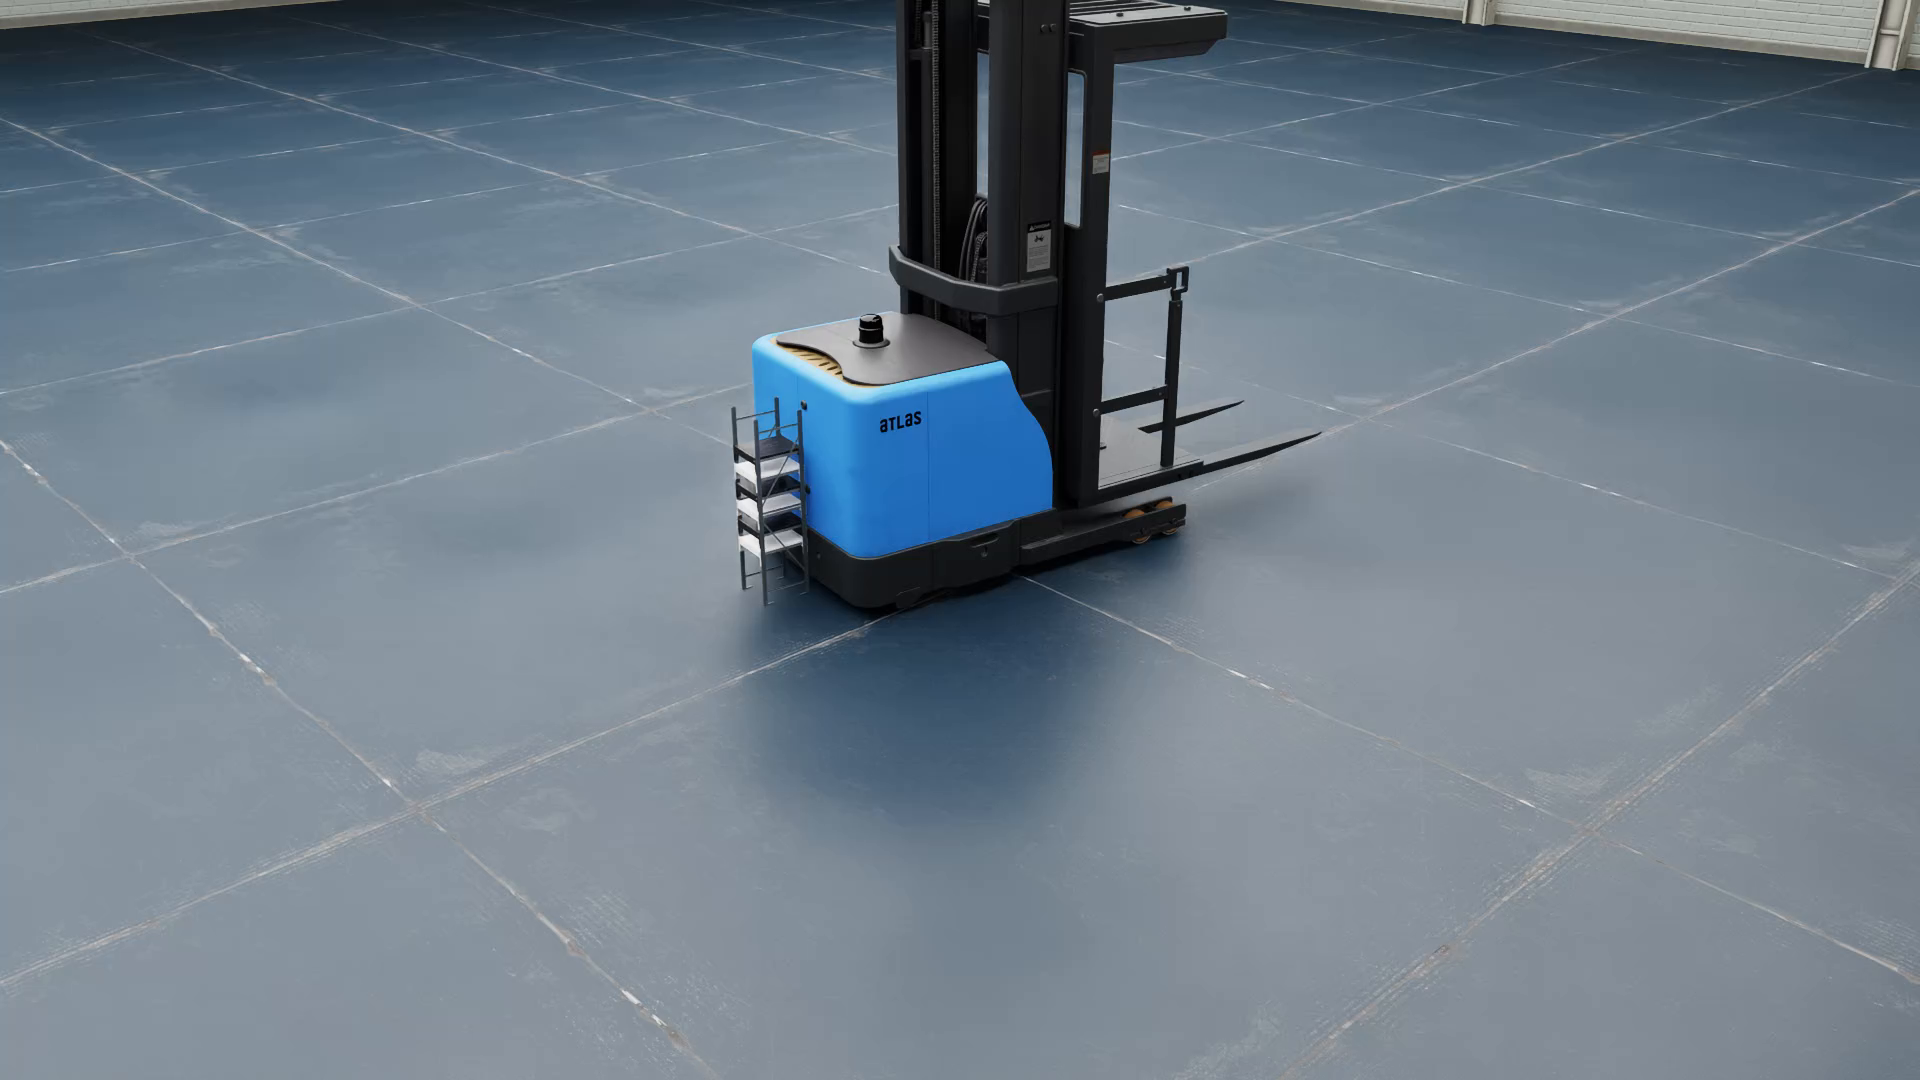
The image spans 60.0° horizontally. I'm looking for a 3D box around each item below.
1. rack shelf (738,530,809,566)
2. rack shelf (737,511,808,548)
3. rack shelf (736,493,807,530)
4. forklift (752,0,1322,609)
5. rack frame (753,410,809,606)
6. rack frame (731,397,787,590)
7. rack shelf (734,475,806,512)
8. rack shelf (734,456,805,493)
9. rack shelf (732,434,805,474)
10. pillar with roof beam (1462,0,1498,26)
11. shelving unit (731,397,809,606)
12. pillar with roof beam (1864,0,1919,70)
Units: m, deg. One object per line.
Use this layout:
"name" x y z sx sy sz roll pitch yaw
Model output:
"rack shelf" -0.857 0.022 7.632 0.258 0.077 0.200 -16 29 -32
"rack shelf" -0.857 -0.060 7.594 0.258 0.077 0.200 -16 29 -32
"rack shelf" -0.857 -0.142 7.557 0.258 0.077 0.200 -16 29 -32
"forklift" 0.522 -1.480 7.964 3.031 2.935 1.130 -16 29 -31
"rack frame" -0.798 -0.138 7.468 0.240 0.900 0.006 -16 29 -32
"rack frame" -0.916 -0.207 7.619 0.240 0.900 0.006 -16 29 -32
"rack shelf" -0.857 -0.224 7.520 0.258 0.077 0.200 -16 29 -32
"rack shelf" -0.857 -0.306 7.482 0.258 0.077 0.200 -16 29 -32
"rack shelf" -0.857 -0.388 7.445 0.258 0.077 0.200 -16 29 -32
"pillar with roof beam" 4.918 -10.906 21.314 9.100 9.000 0.400 -21 32 -38
"shelving unit" -0.857 -0.172 7.543 0.258 0.900 0.210 -16 29 -32
"pillar with roof beam" 9.019 -9.088 17.329 9.100 9.000 0.400 -21 32 -38
